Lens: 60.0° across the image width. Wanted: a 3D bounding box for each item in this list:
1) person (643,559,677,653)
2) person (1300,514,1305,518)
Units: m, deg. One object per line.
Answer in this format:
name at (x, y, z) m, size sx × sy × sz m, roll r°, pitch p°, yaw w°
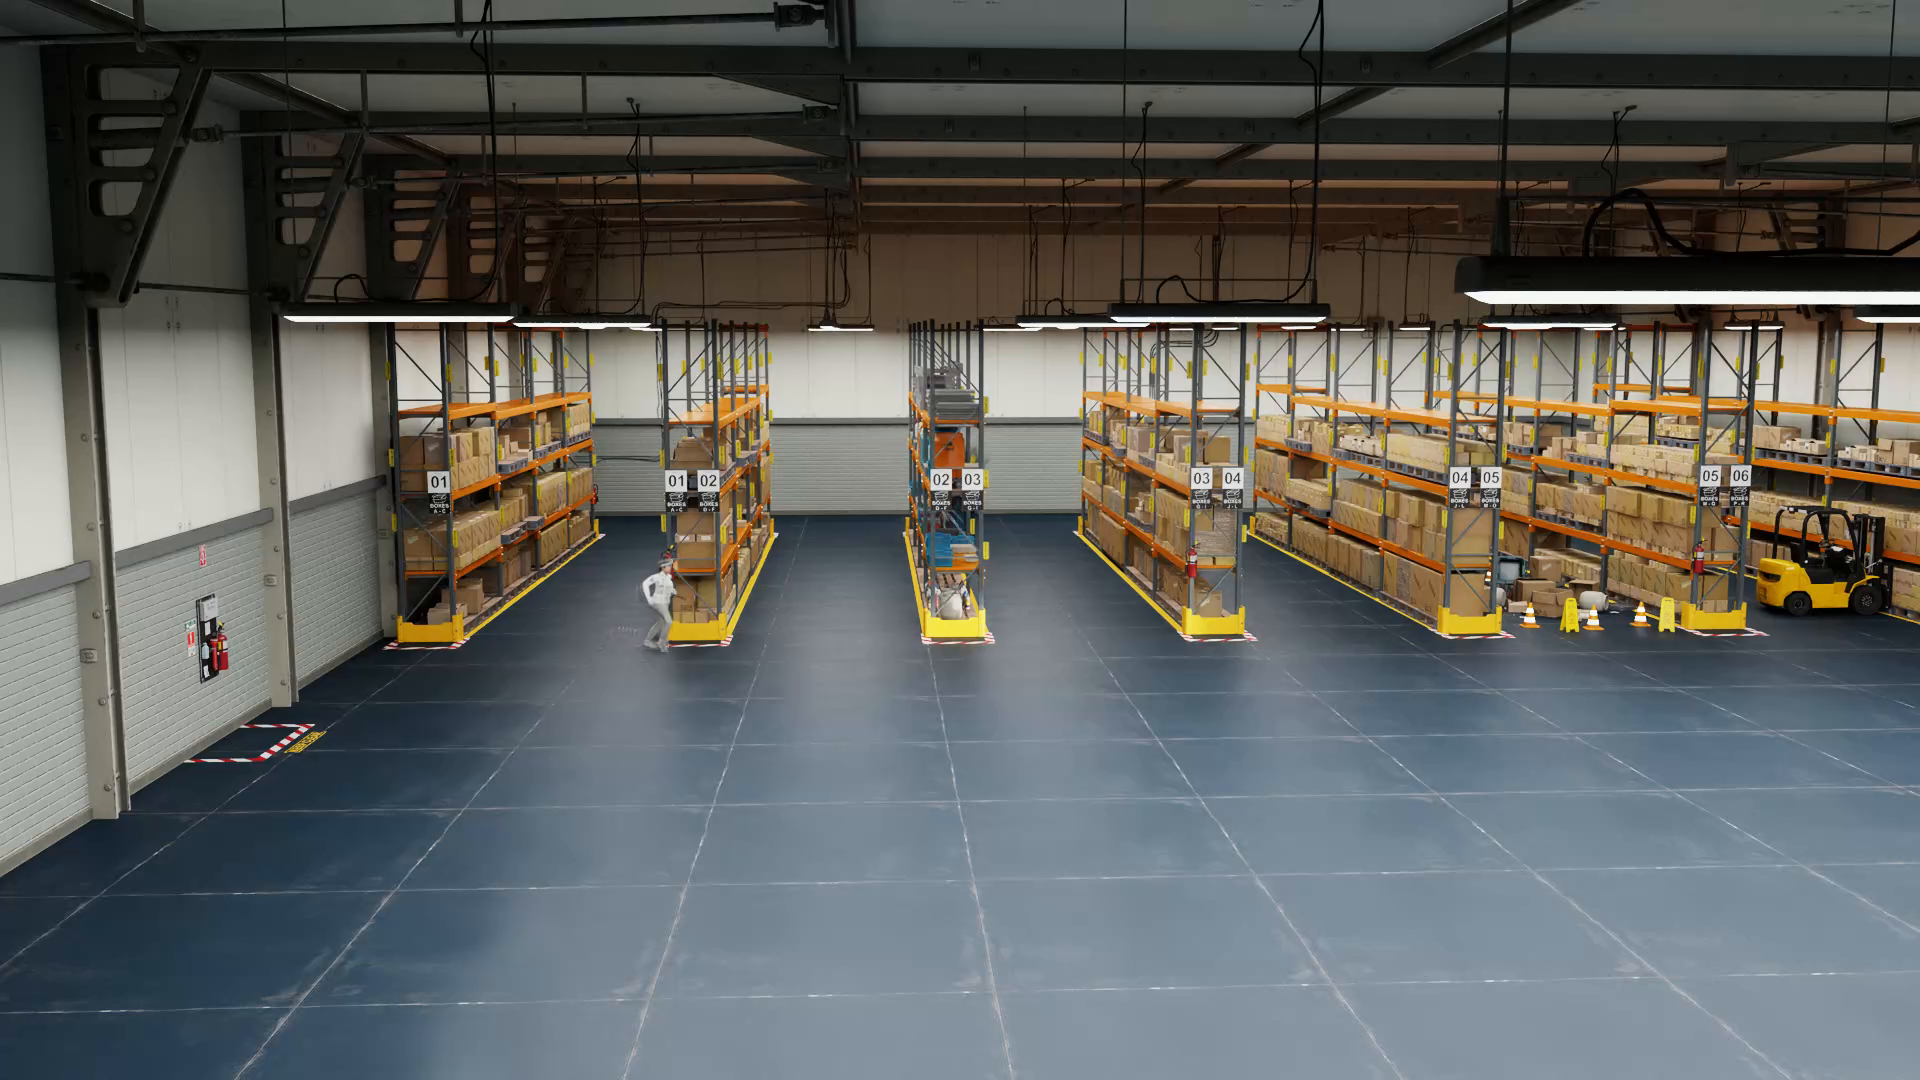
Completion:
person at (-5.437, 1.206, 30.145) m, size 0.694 × 1.744 × 0.631 m, roll 3°, pitch 7°, yaw 20°
person at (10.647, -1.418, 50.651) m, size 0.838 × 1.832 × 0.647 m, roll -6°, pitch 9°, yaw -40°
